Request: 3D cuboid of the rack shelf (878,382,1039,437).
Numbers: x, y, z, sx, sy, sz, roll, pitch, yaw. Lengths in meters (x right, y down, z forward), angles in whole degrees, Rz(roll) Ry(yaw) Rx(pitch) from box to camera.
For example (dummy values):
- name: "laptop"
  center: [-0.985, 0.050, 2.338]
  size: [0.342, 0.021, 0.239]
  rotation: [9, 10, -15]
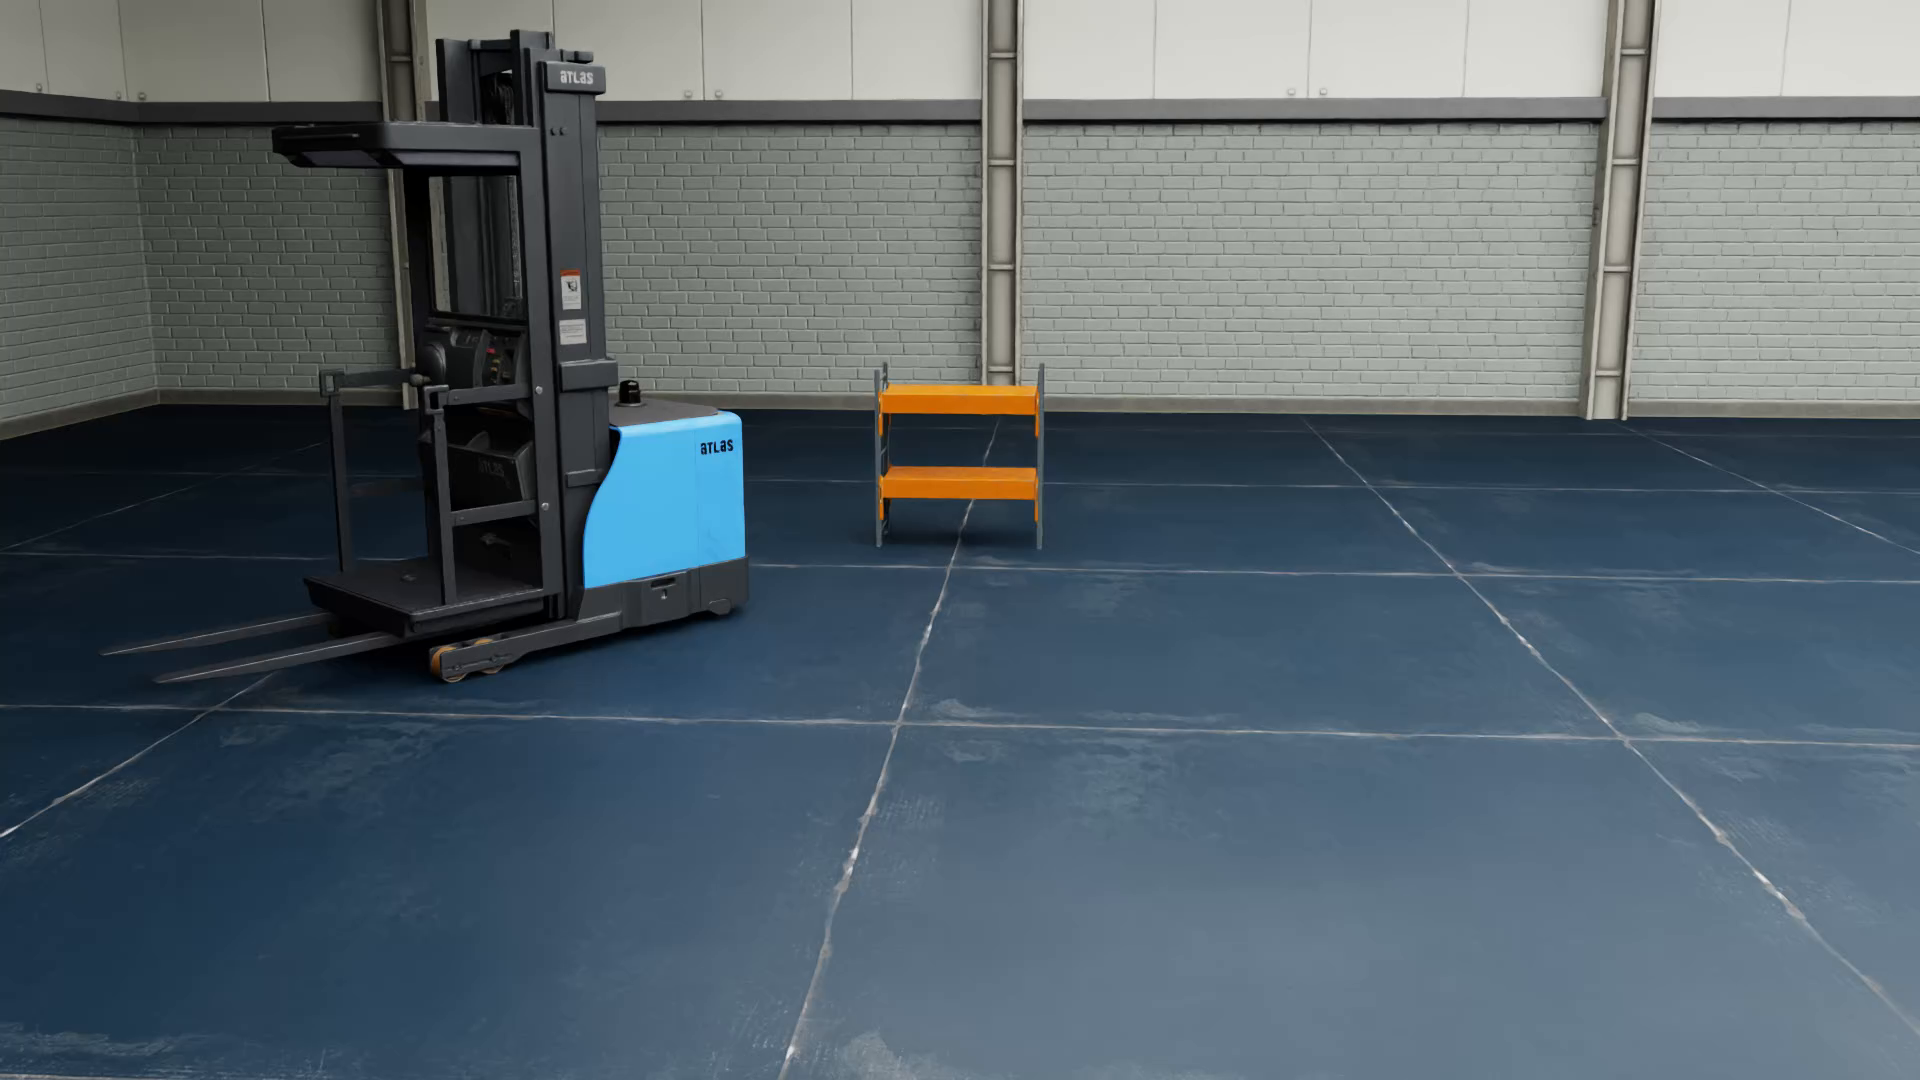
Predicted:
- name: "rack shelf"
  center: [0.007, -0.837, 10.593]
  size: [1.000, 0.278, 0.538]
  rotation: [1, 12, 4]

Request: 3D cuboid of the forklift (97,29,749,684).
- name: "forklift"
  center: [-2.510, -0.898, 7.900]
  size: [1.130, 2.935, 3.031]
  rotation: [11, 16, 43]

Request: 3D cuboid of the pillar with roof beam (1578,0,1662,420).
- name: "pillar with roof beam"
  center: [6.119, -4.744, 11.471]
  size: [0.400, 9.000, 9.100]
  rotation: [1, 12, 4]

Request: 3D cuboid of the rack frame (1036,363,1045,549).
- name: "rack frame"
  center: [0.514, -0.544, 10.619]
  size: [0.032, 1.125, 0.500]
  rotation: [1, 12, 4]

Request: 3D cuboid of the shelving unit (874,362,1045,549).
- name: "shelving unit"
  center: [0.007, -0.550, 10.652]
  size: [1.048, 1.125, 0.538]
  rotation: [1, 12, 4]

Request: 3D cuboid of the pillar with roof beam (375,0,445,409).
- name: "pillar with roof beam"
  center: [-5.855, -4.909, 12.255]
  size: [0.400, 9.000, 9.100]
  rotation: [1, 12, 4]

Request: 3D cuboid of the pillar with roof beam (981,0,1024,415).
- name: "pillar with roof beam"
  center: [0.132, -4.826, 11.863]
  size: [0.400, 9.000, 9.100]
  rotation: [1, 12, 4]

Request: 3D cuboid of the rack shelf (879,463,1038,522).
- name: "rack shelf"
  center: [0.007, -0.311, 10.703]
  size: [1.000, 0.278, 0.538]
  rotation: [1, 12, 4]

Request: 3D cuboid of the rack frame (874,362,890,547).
- name: "rack frame"
  center: [-0.500, -0.557, 10.686]
  size: [0.032, 1.125, 0.500]
  rotation: [1, 12, 4]
